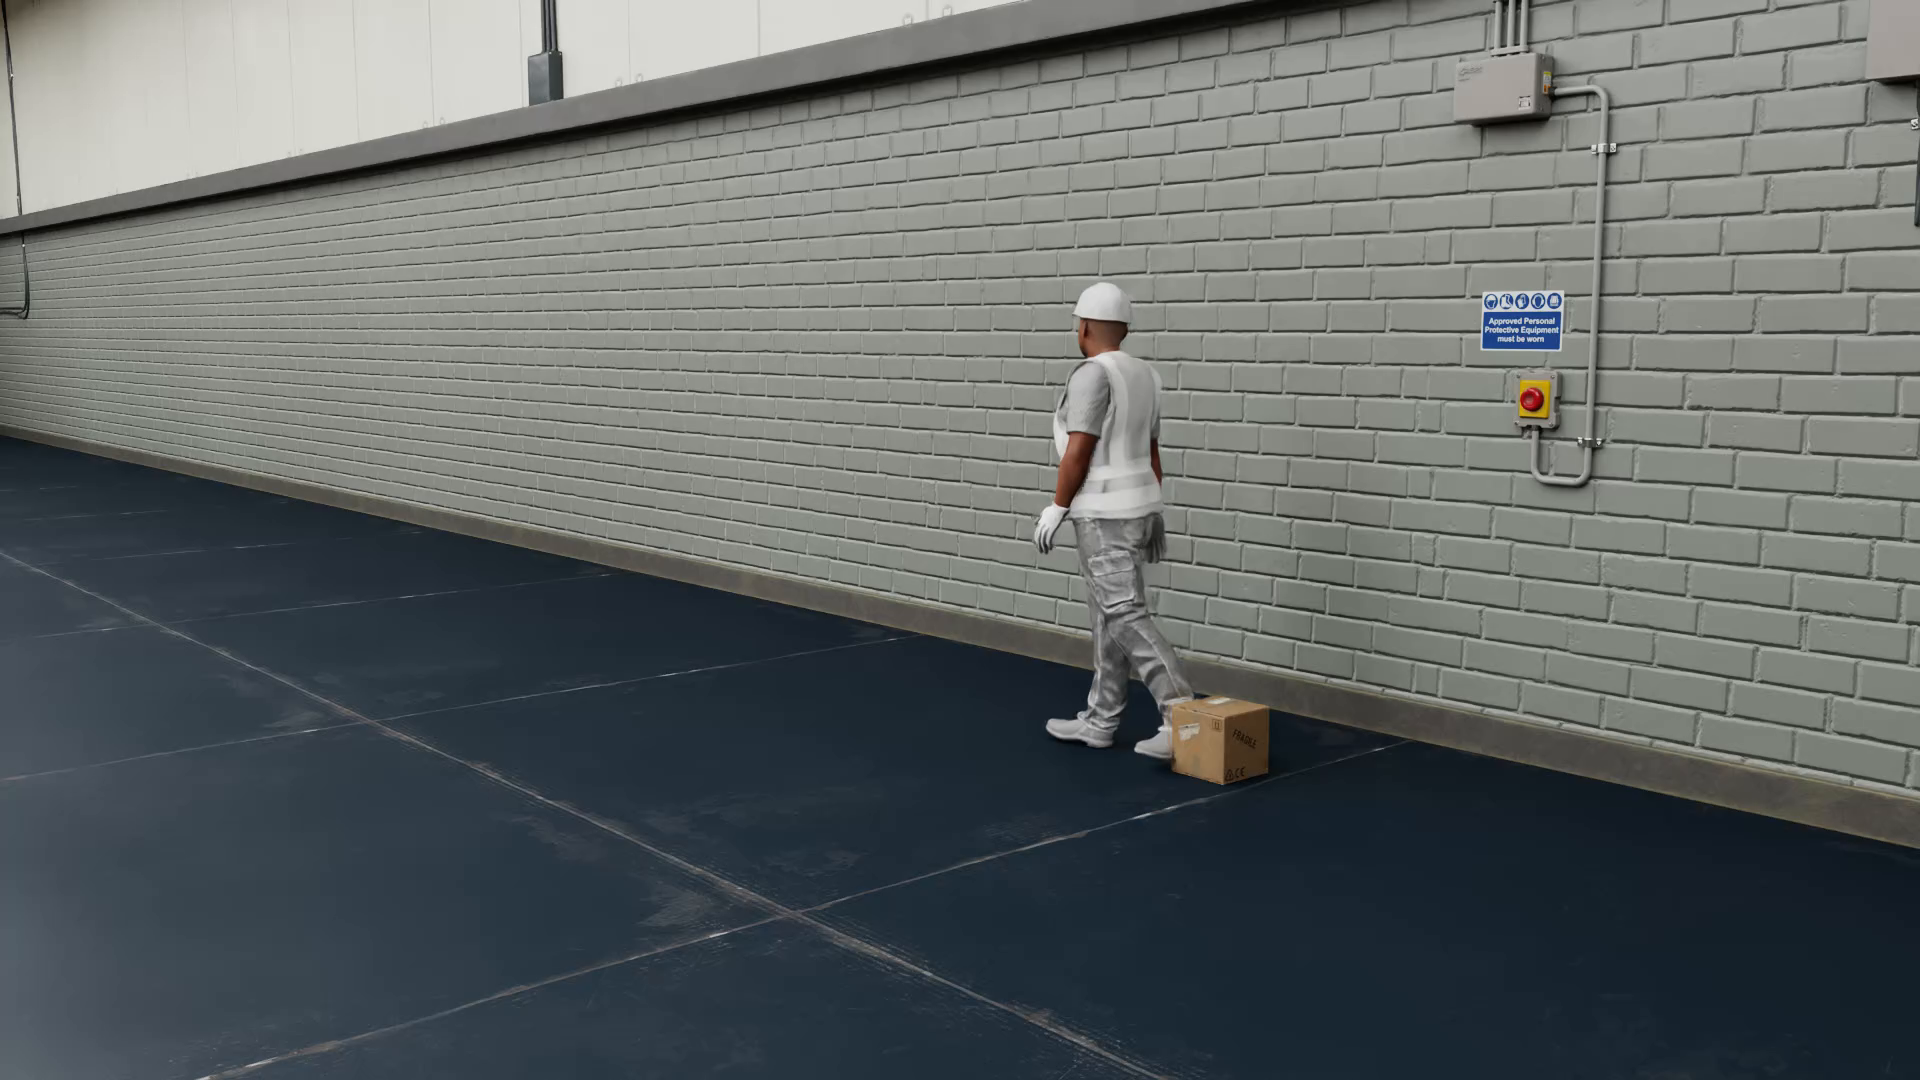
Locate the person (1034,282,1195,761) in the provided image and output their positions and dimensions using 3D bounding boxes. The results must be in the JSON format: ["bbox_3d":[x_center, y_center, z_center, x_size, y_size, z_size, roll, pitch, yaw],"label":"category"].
[{"bbox_3d":[0.621,-0.072,6.272,0.701,1.784,0.571,4,8,27],"label":"person"}]
